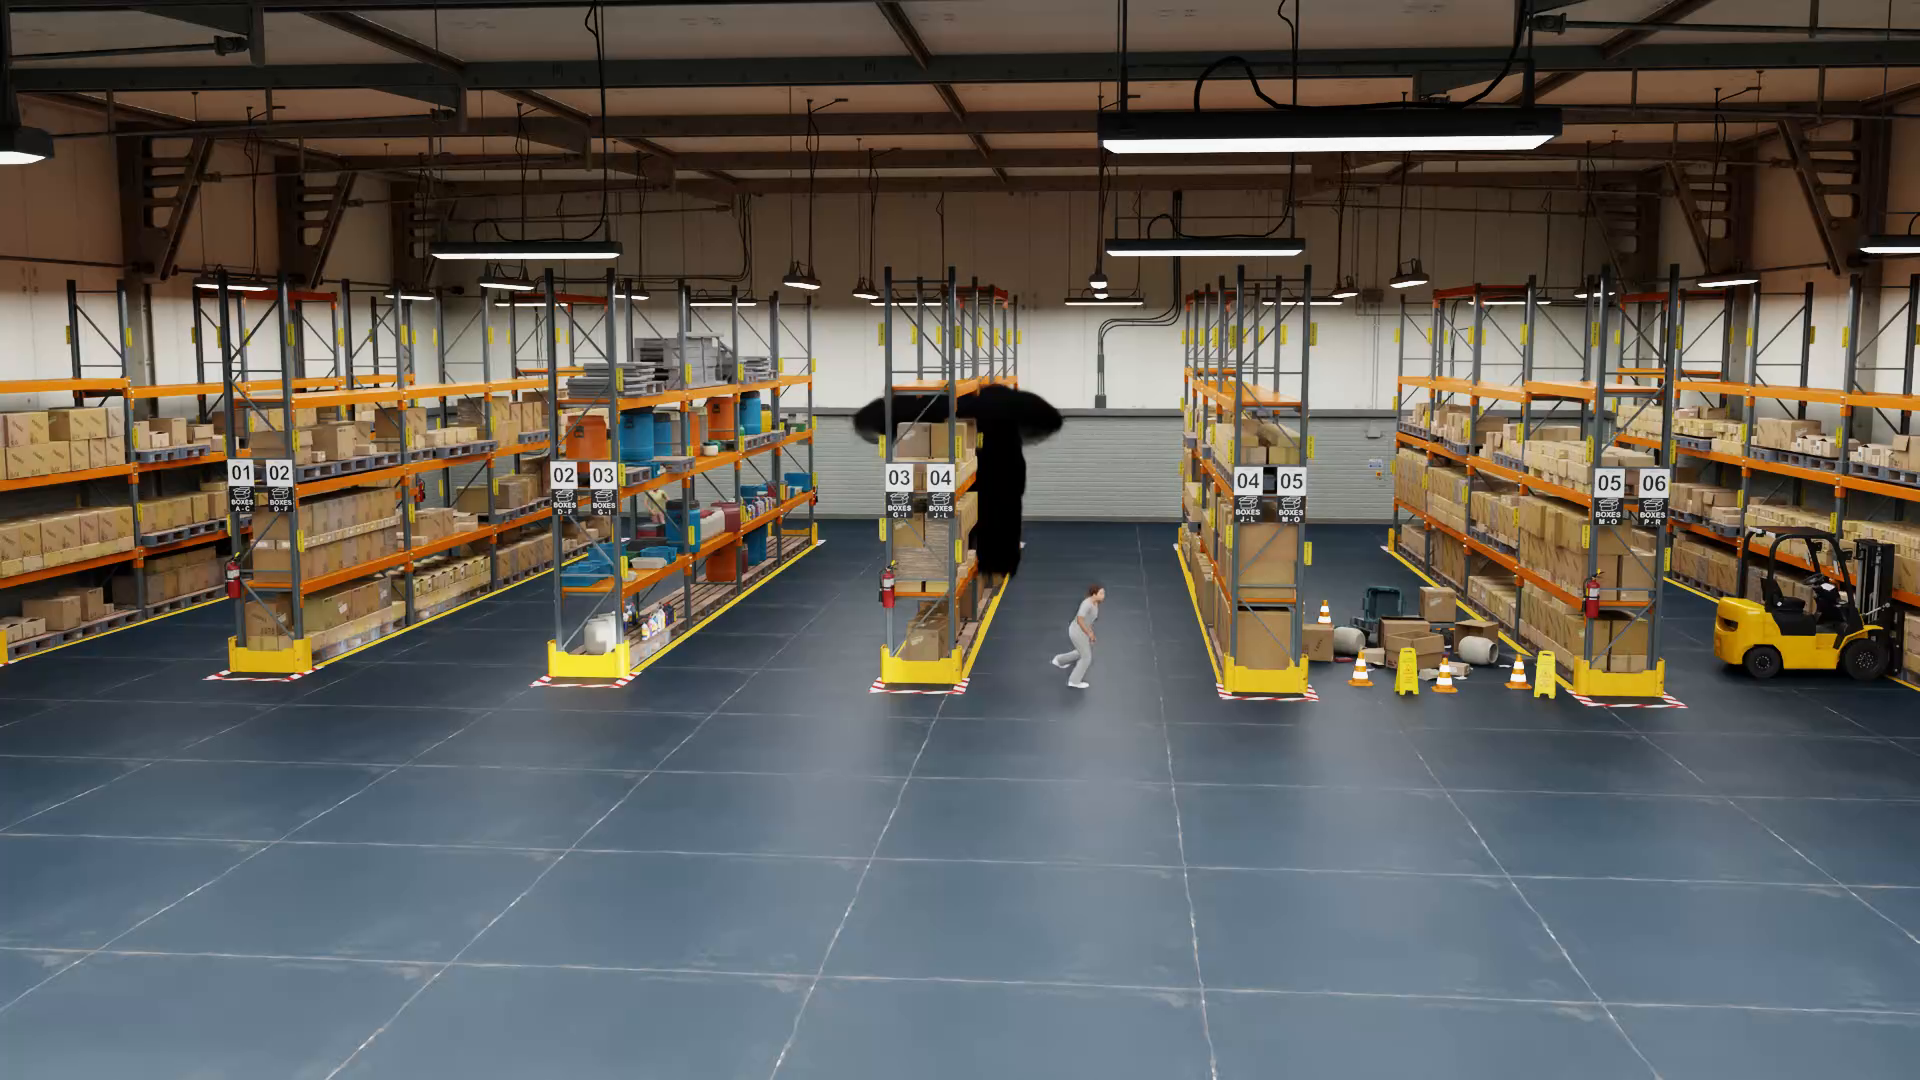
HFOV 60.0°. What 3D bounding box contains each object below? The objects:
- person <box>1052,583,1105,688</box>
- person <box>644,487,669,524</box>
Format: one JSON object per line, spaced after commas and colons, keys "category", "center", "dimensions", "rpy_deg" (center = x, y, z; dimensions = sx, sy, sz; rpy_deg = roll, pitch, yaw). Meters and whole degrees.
{"category": "person", "center": [1.683, 1.351, 23.748], "dimensions": [0.815, 1.536, 0.600], "rpy_deg": [2, 7, 17]}
{"category": "person", "center": [-7.198, -0.612, 39.492], "dimensions": [0.591, 1.633, 0.621], "rpy_deg": [-2, 7, -13]}
